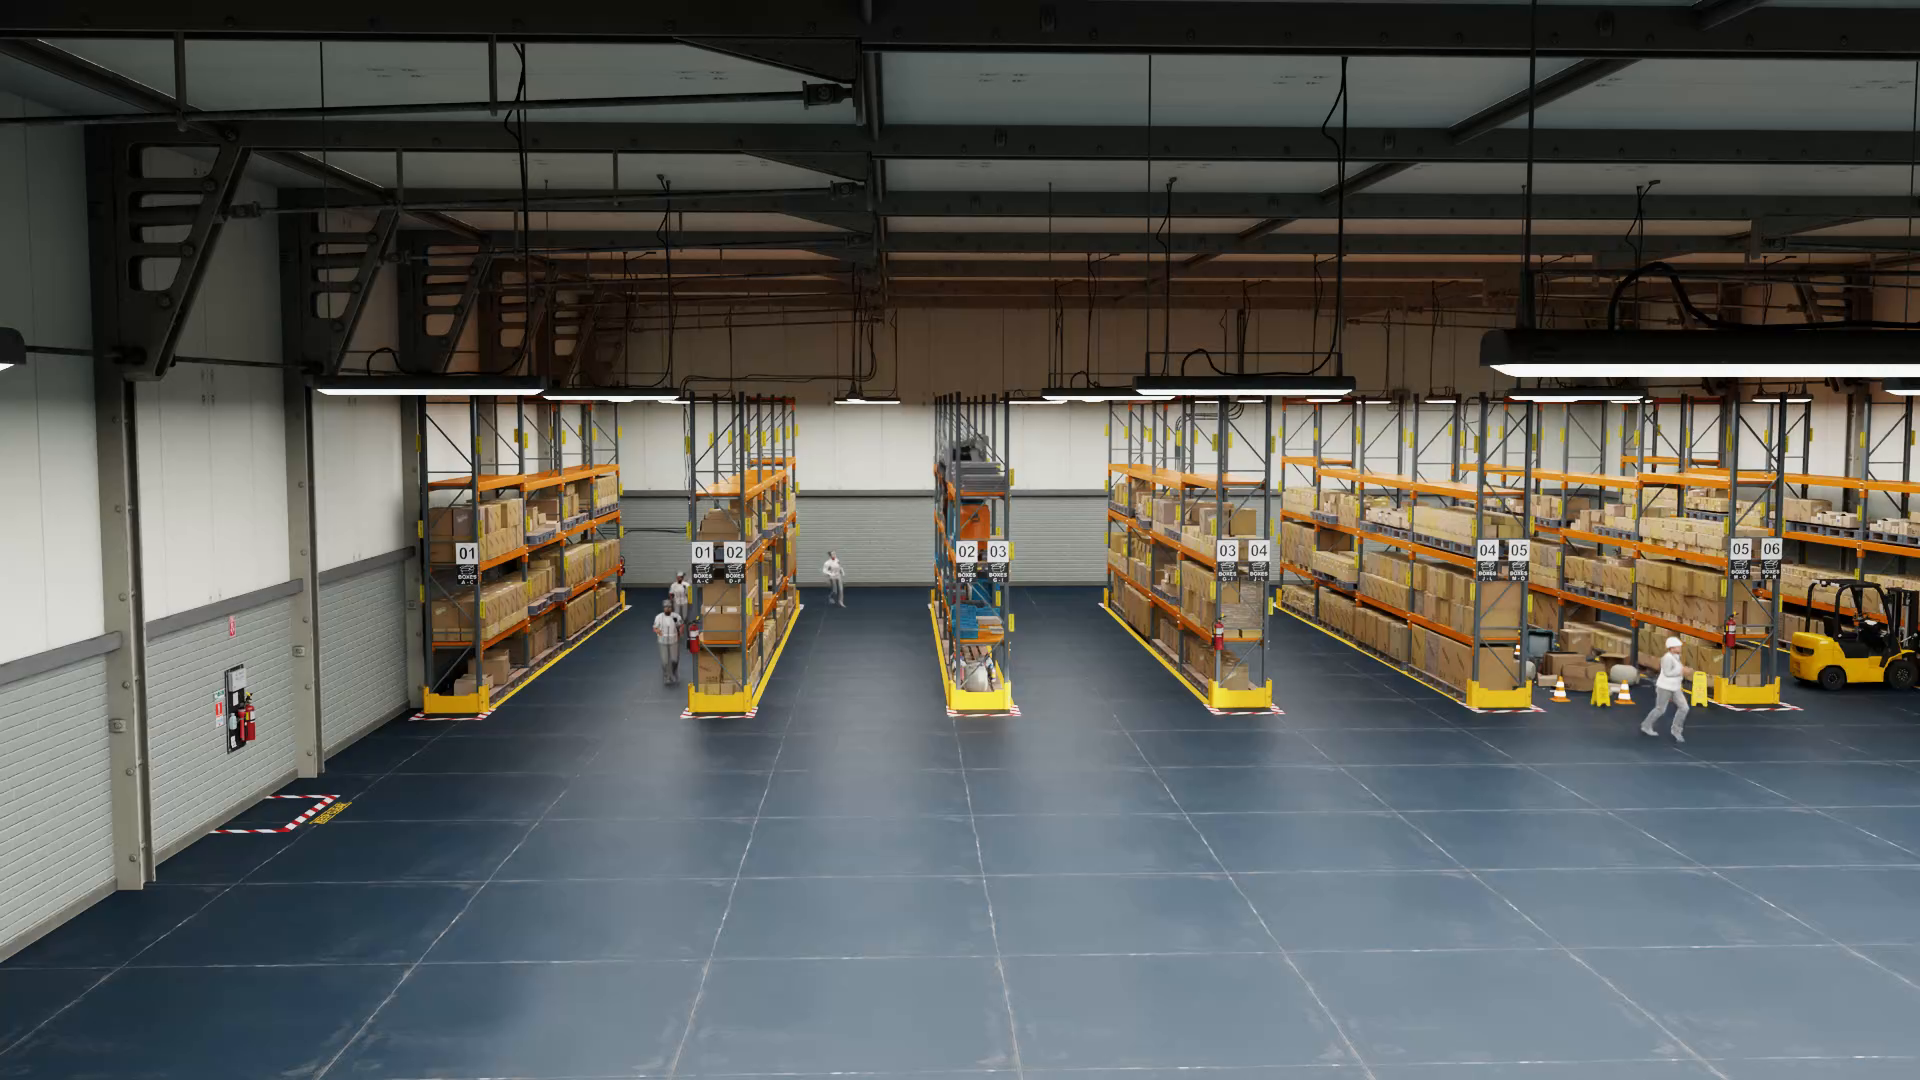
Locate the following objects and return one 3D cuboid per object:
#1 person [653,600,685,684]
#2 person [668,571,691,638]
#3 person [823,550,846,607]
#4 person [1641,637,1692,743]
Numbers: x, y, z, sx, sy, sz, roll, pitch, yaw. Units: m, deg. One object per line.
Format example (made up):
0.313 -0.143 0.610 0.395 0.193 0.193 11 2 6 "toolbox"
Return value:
-5.995 2.106 34.241 0.648 1.756 0.613 -1 5 -10 "person"
-6.920 1.601 41.226 0.629 1.667 0.482 0 5 -6 "person"
-3.629 1.093 47.633 0.661 1.648 0.751 -3 6 -37 "person"
12.113 2.571 28.481 0.625 1.840 0.830 -4 6 -43 "person"
